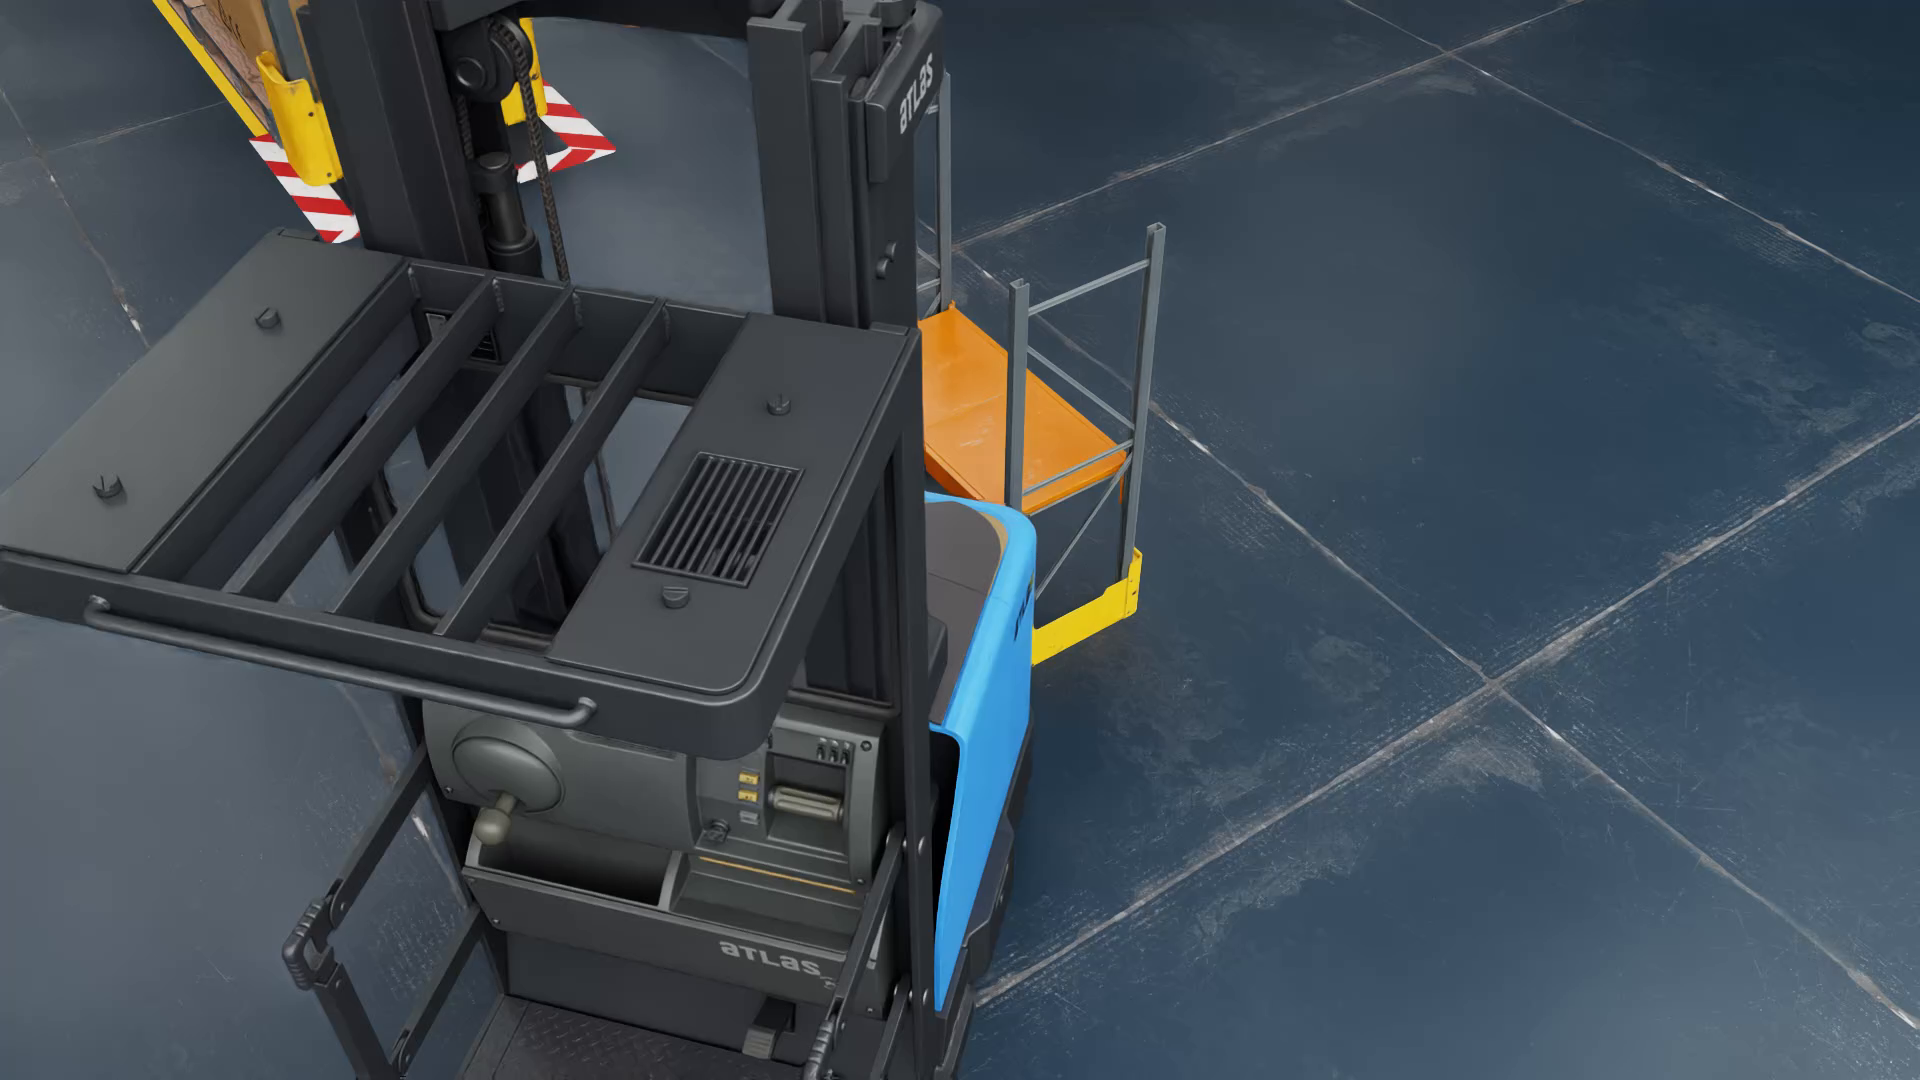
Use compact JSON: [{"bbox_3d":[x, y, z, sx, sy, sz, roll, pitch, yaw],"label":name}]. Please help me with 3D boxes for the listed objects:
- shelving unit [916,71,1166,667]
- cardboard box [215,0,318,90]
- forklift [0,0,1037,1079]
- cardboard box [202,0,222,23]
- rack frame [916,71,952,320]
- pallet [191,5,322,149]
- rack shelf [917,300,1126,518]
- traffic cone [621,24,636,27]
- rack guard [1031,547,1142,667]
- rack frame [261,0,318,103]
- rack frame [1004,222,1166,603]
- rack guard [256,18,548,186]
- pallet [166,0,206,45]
[{"bbox_3d":[0.044,-0.499,5.187,0.587,1.500,1.083,-26,49,-24],"label":"shelving unit"},{"bbox_3d":[-2.960,-2.724,7.665,0.875,0.875,0.875,-25,49,-24],"label":"cardboard box"},{"bbox_3d":[-0.658,0.538,3.064,1.130,2.935,3.031,10,45,11],"label":"forklift"},{"bbox_3d":[-3.465,-3.221,8.187,0.875,0.875,0.875,-26,50,-25],"label":"cardboard box"},{"bbox_3d":[-0.242,-0.782,5.483,0.500,1.500,0.032,-26,49,-24],"label":"rack frame"},{"bbox_3d":[-3.040,-2.396,8.107,1.003,0.211,1.213,-26,49,-24],"label":"pallet"},{"bbox_3d":[0.049,-0.364,5.306,0.538,0.185,1.000,-26,49,-24],"label":"rack shelf"},{"bbox_3d":[-1.657,-2.927,8.480,0.336,0.463,0.334,-26,49,-24],"label":"traffic cone"},{"bbox_3d":[0.329,0.235,5.323,0.587,0.250,0.087,-26,49,-24],"label":"rack guard"},{"bbox_3d":[-2.518,-2.982,6.702,1.000,3.000,0.127,-26,49,-24],"label":"rack frame"},{"bbox_3d":[0.340,-0.206,4.880,0.500,1.500,0.032,-26,49,-24],"label":"rack frame"},{"bbox_3d":[-2.504,-2.065,7.551,1.175,0.500,0.348,-26,49,-24],"label":"rack guard"},{"bbox_3d":[-3.733,-3.086,8.830,1.003,0.211,1.213,-26,49,-24],"label":"pallet"}]
